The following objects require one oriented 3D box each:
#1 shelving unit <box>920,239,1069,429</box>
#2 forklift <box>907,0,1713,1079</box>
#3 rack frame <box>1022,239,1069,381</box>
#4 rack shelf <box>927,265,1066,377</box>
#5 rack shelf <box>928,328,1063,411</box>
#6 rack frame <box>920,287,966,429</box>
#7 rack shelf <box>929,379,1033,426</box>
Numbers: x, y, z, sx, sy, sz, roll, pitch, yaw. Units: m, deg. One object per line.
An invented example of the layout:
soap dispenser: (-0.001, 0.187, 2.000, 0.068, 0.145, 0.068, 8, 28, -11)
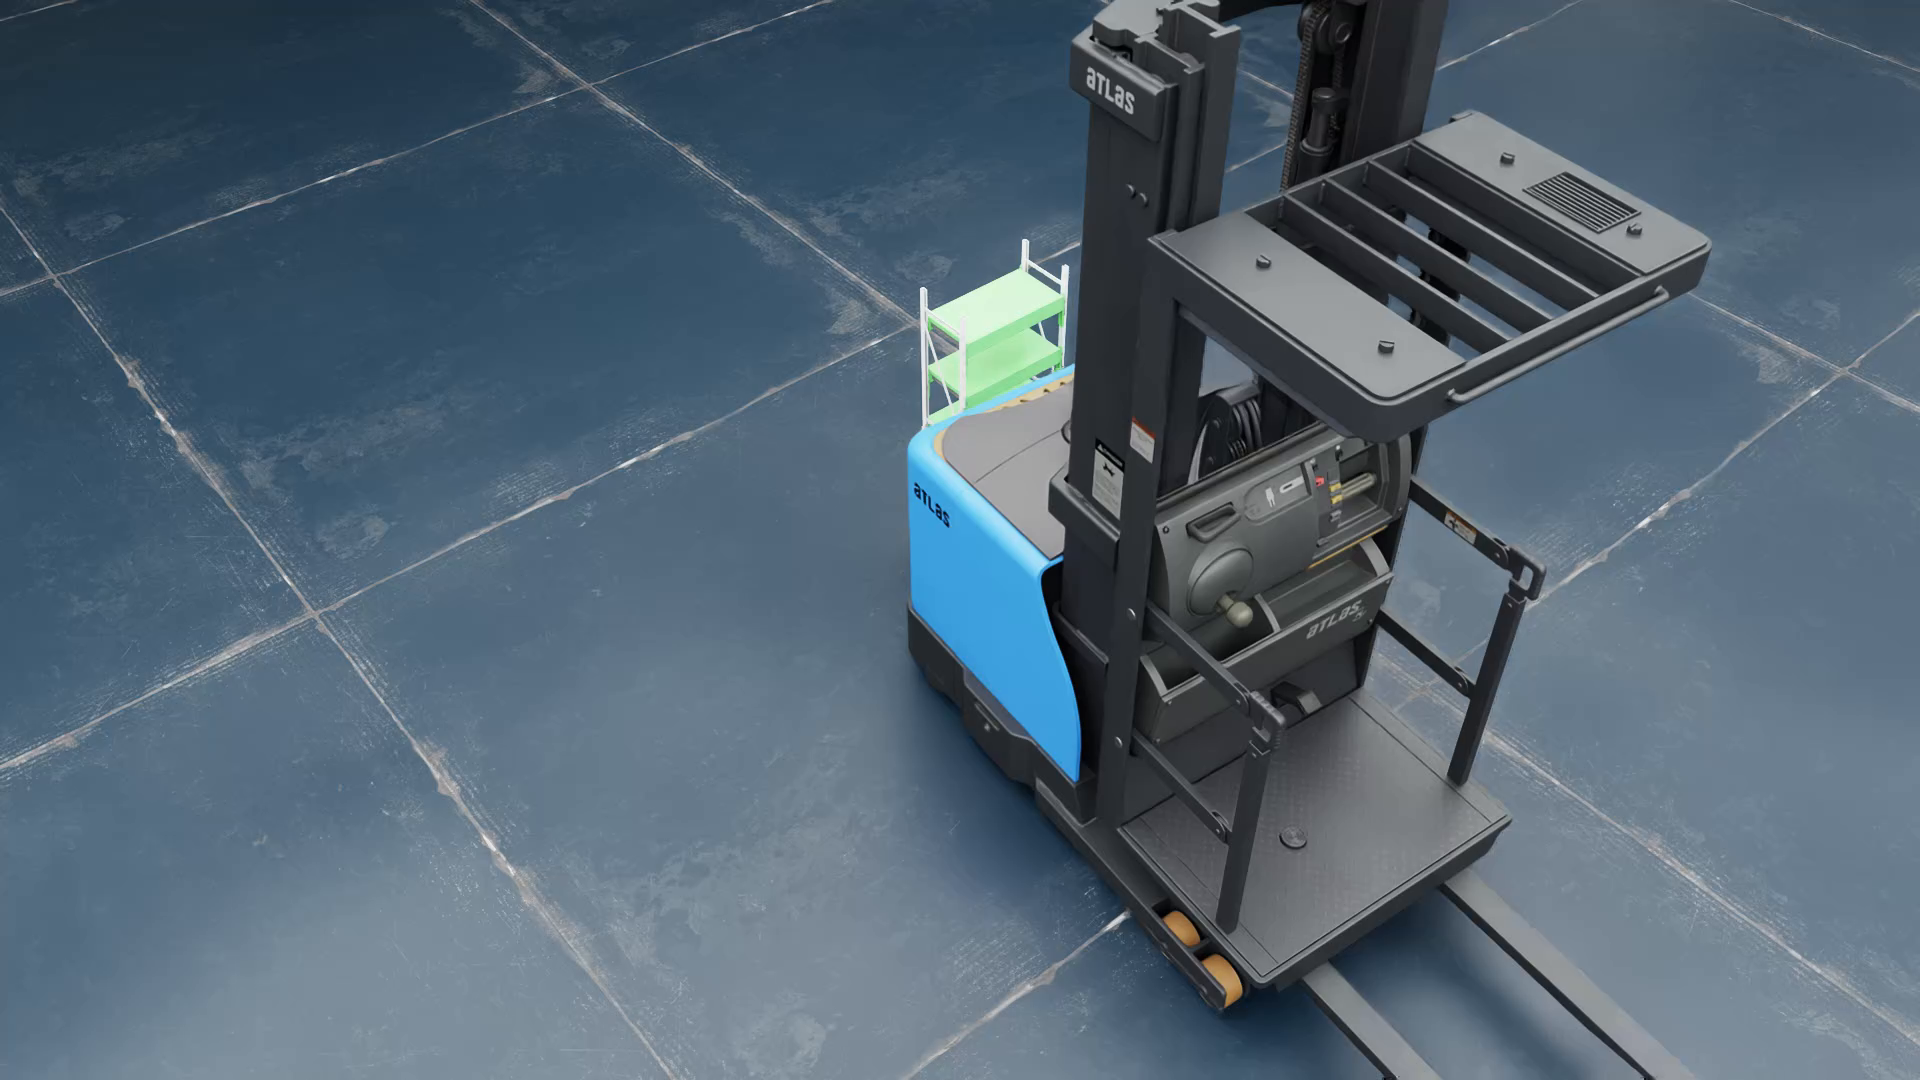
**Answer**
shelving unit: (0.127, -0.510, 6.417, 0.503, 1.200, 0.258, -30, 51, -28)
forklift: (1.054, 0.012, 4.597, 1.130, 2.935, 3.031, -25, 49, -24)
rack frame: (0.314, -0.617, 6.531, 0.015, 1.200, 0.240, -30, 51, -28)
rack shelf: (0.127, -0.813, 6.132, 0.480, 0.148, 0.258, -30, 51, -28)
rack shelf: (0.127, -0.638, 6.296, 0.480, 0.148, 0.258, -30, 51, -28)
rack frame: (-0.060, -0.403, 6.303, 0.015, 1.200, 0.240, -30, 51, -28)
rack shelf: (0.127, -0.463, 6.460, 0.480, 0.148, 0.258, -30, 51, -28)
